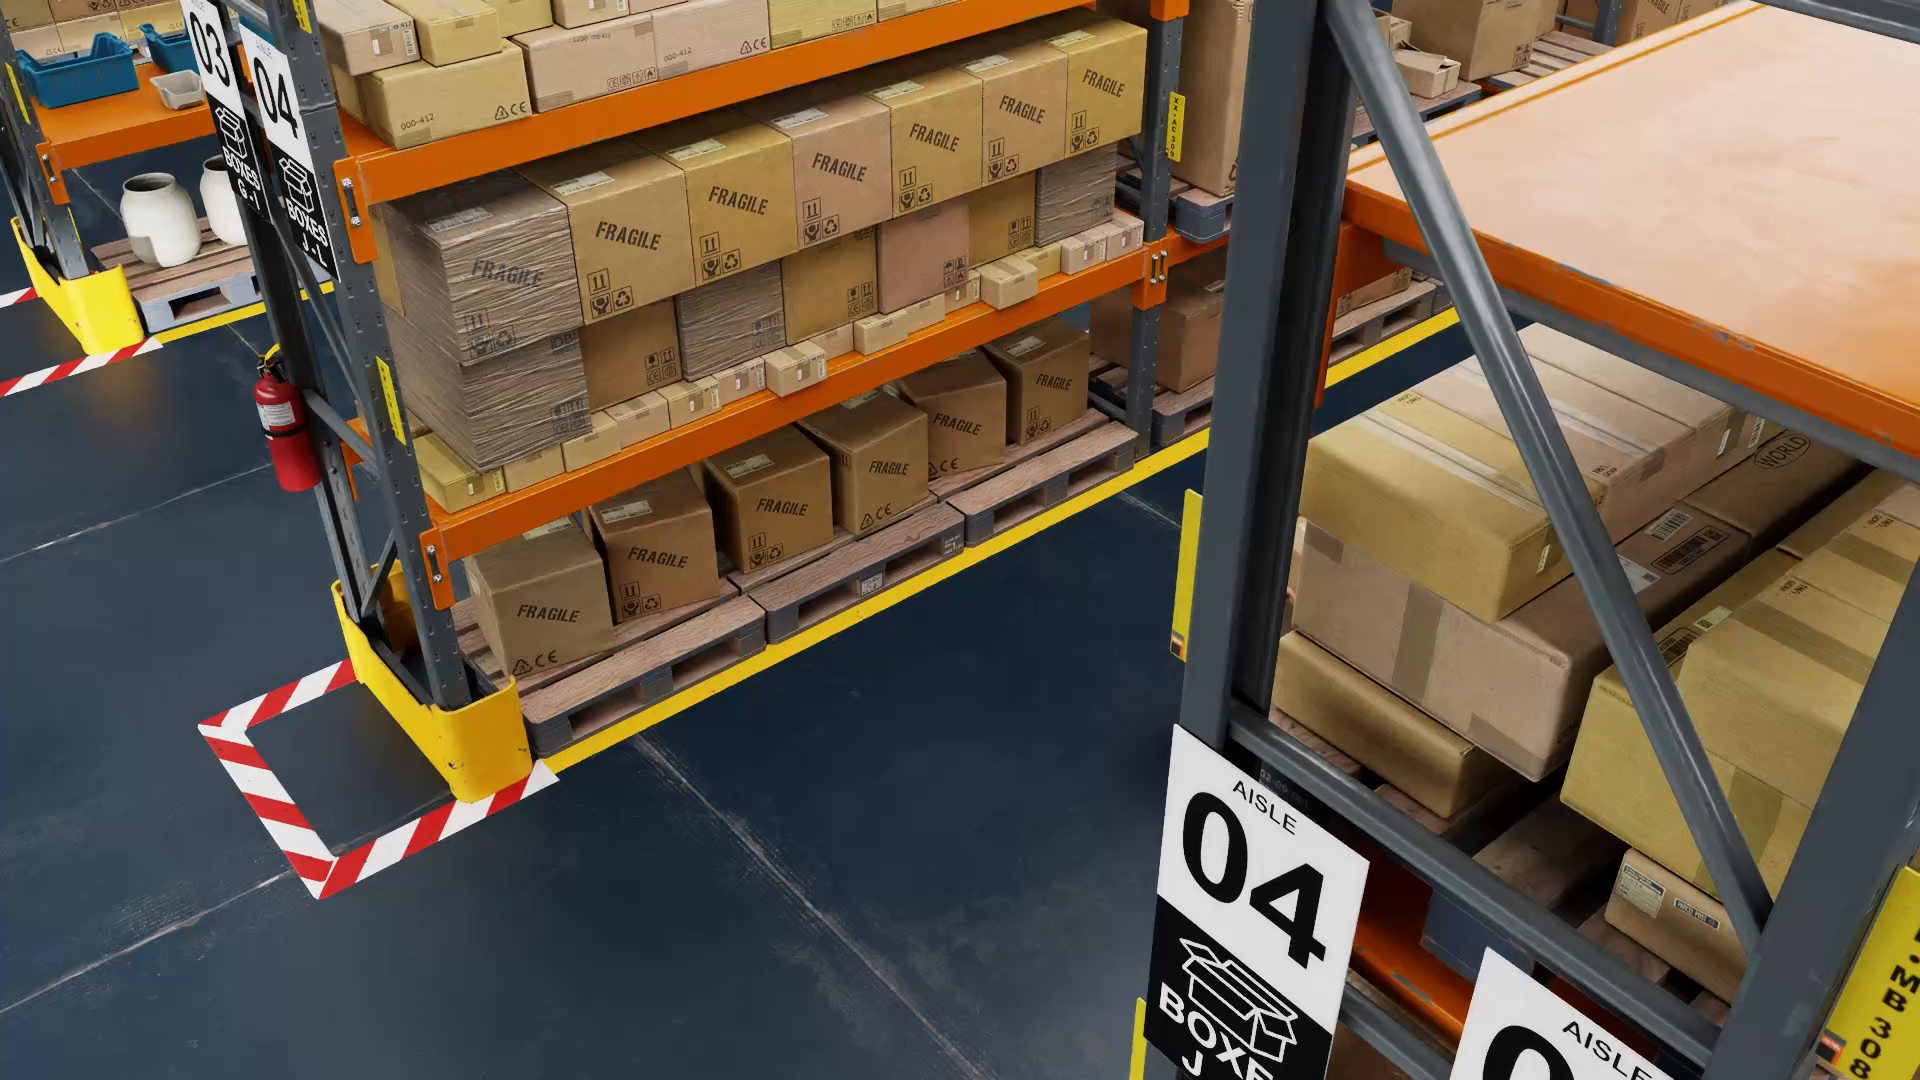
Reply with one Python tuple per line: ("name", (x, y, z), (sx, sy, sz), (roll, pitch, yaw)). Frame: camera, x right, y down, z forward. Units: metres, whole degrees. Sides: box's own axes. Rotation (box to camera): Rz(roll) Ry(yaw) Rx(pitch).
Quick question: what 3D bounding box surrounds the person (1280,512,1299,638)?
("person", (1.304, 0.095, 6.909), (0.494, 1.641, 0.538), (-25, 43, -31))
